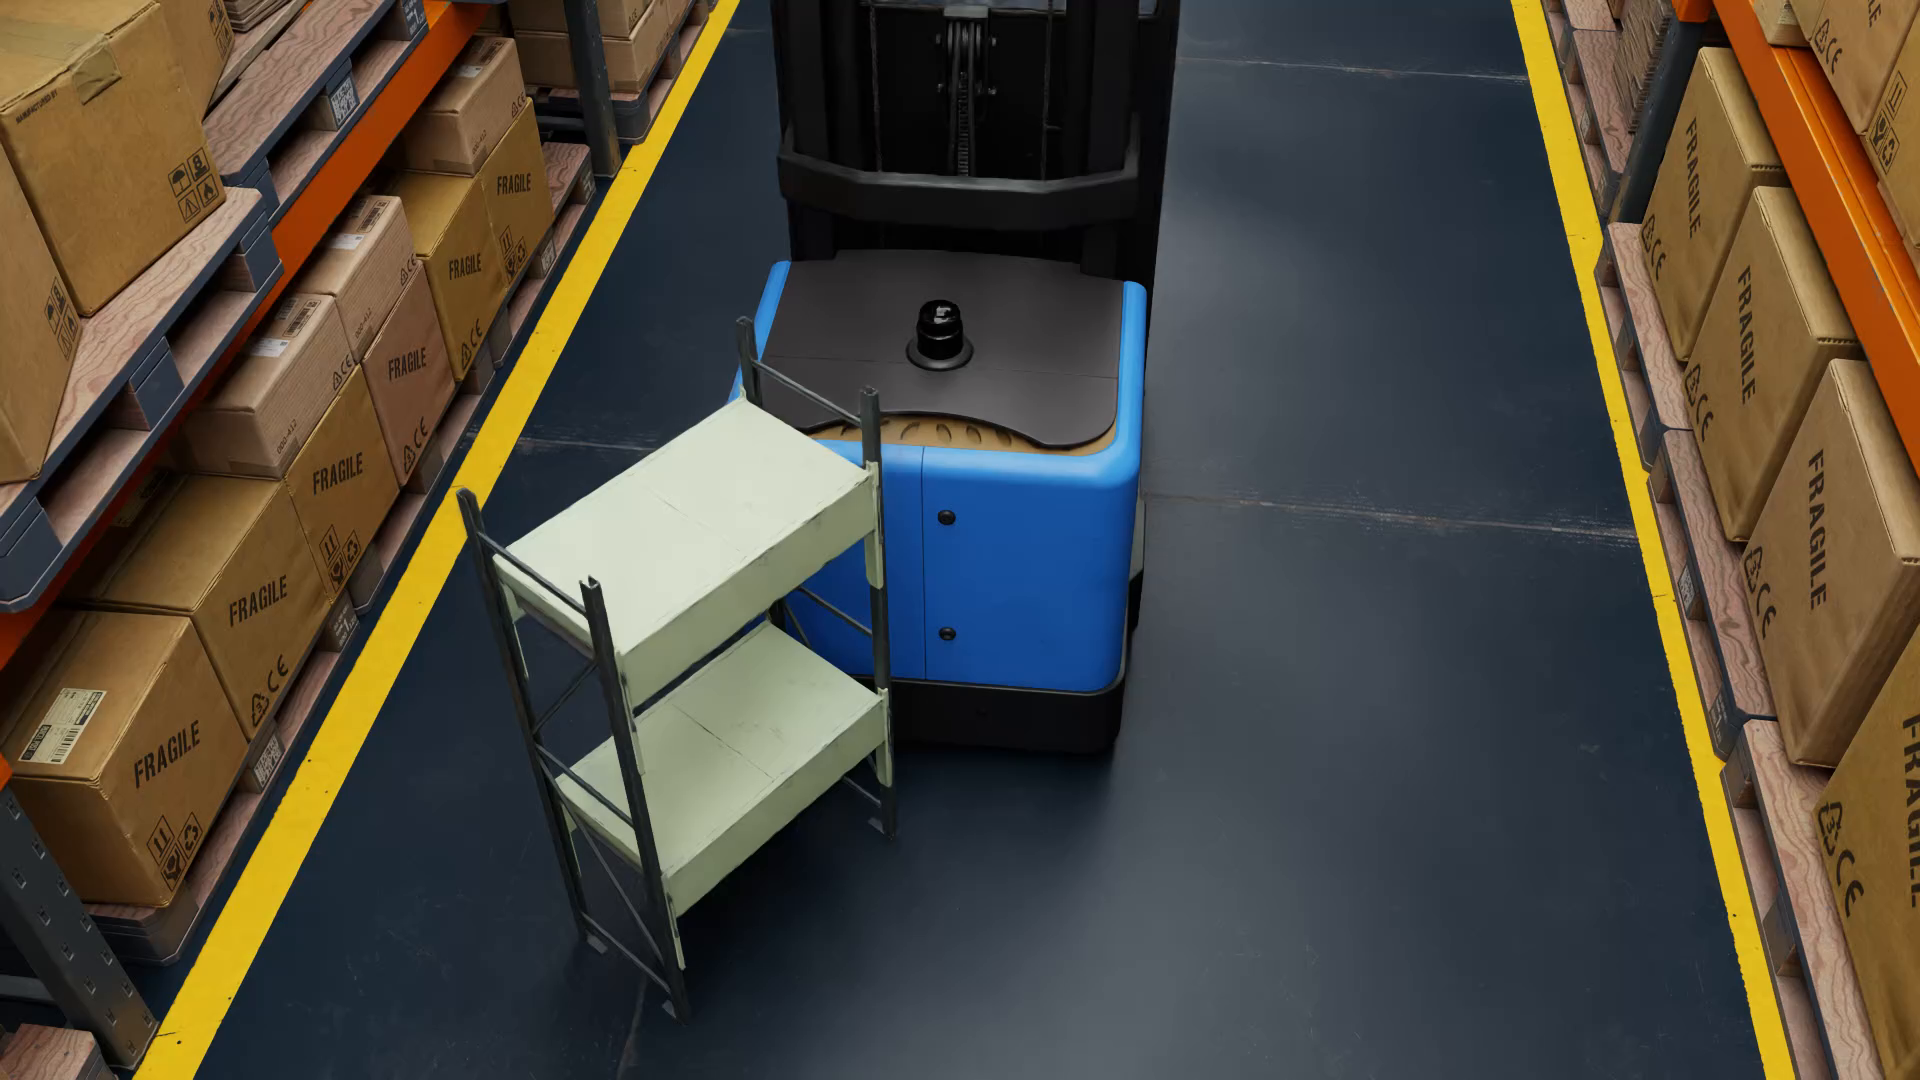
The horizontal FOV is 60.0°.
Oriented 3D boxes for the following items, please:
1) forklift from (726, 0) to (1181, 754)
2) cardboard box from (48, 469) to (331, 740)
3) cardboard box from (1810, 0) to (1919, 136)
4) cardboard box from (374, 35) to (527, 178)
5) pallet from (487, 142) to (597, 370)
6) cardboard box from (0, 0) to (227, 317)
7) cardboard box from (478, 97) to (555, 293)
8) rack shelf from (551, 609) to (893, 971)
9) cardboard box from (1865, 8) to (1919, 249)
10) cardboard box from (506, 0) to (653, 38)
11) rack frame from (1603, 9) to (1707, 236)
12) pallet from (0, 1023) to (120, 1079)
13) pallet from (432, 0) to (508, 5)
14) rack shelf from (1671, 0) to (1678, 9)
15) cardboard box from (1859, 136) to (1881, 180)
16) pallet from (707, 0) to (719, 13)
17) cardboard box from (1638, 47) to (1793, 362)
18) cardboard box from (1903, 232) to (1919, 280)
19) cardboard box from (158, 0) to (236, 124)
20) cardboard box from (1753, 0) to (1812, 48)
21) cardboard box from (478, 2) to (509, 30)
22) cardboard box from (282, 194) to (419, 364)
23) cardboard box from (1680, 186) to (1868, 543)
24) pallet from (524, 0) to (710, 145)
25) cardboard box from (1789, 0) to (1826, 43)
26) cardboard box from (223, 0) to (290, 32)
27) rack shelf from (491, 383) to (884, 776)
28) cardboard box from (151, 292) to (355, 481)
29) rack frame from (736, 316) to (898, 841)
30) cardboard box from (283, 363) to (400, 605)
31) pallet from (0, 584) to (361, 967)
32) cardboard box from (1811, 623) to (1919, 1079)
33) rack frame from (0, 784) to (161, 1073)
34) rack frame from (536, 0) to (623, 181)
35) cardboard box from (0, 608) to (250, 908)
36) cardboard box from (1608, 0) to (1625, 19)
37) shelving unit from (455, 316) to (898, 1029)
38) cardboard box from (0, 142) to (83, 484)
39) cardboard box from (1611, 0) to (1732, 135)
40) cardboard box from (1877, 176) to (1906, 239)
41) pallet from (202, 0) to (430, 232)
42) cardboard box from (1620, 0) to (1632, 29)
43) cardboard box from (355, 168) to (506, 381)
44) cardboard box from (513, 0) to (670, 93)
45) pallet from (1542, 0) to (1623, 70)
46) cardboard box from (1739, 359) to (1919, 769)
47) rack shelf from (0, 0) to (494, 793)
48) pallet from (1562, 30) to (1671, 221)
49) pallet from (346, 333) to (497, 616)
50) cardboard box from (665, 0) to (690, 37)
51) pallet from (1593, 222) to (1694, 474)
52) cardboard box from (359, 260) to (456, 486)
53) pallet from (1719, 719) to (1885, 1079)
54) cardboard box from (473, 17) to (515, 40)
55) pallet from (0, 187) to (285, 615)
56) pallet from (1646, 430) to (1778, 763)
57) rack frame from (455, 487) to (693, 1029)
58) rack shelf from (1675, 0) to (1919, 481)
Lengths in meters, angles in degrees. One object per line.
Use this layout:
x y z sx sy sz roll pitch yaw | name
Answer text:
0.065 -1.495 4.697 1.130 2.935 3.031 4 44 4 | forklift
-2.067 0.155 4.403 0.500 0.500 0.500 6 44 6 | cardboard box
2.545 -1.349 4.189 0.500 0.500 0.500 5 44 5 | cardboard box
-1.797 -1.474 5.578 0.500 0.250 0.500 7 44 7 | cardboard box
-2.039 -1.129 6.289 1.003 0.211 1.213 5 44 6 | pallet
-2.119 -0.887 3.627 0.700 0.500 0.500 12 45 12 | cardboard box
-1.794 -1.240 5.876 0.500 0.500 0.500 7 44 7 | cardboard box
-0.563 0.585 4.016 0.431 0.370 0.720 31 51 28 | rack shelf
2.484 -0.993 3.814 0.500 0.500 0.500 6 44 7 | cardboard box
-1.542 -2.335 6.821 0.500 0.311 0.500 7 44 7 | cardboard box
3.008 -2.199 5.391 1.000 3.000 0.127 5 44 6 | rack frame
-2.523 1.560 3.449 1.003 0.211 1.213 5 44 6 | pallet
-1.923 -2.109 5.435 1.213 0.211 1.003 5 44 6 | pallet
3.272 -3.301 7.078 1.077 0.370 4.000 5 44 6 | rack shelf
2.592 -1.033 4.327 0.380 0.149 0.250 6 44 6 | cardboard box
-1.592 -3.021 8.287 1.003 0.211 1.213 5 44 6 | pallet
2.781 -1.082 5.469 0.750 0.750 0.750 5 44 5 | cardboard box
2.501 -0.687 3.962 0.380 0.149 0.250 7 44 7 | cardboard box
-2.259 -1.319 4.084 0.700 0.500 0.500 -5 44 -5 | cardboard box
2.574 -1.568 4.892 0.380 0.149 0.250 6 44 7 | cardboard box
-2.078 -2.384 6.873 0.500 0.311 0.500 6 44 7 | cardboard box
-1.928 -0.776 4.841 0.500 0.250 0.500 4 44 5 | cardboard box
2.658 -0.486 4.839 0.750 0.750 0.750 5 44 5 | cardboard box
-1.755 -2.192 7.411 1.003 0.211 1.213 5 44 6 | pallet
2.612 -1.687 4.546 0.500 0.500 0.500 7 44 7 | cardboard box
-2.185 -1.790 4.581 0.700 0.500 0.500 13 45 13 | cardboard box
-0.563 0.065 3.523 0.431 0.370 0.720 31 51 28 | rack shelf
-1.994 -0.434 4.480 0.500 0.250 0.500 5 44 6 | cardboard box
-0.323 0.158 3.992 0.400 1.500 0.023 31 51 28 | rack frame
-1.993 -0.185 4.762 0.500 0.500 0.500 6 44 6 | cardboard box
-2.362 0.534 4.533 1.003 0.211 1.213 5 44 6 | pallet
2.436 0.700 3.587 0.750 0.750 0.750 6 44 6 | cardboard box
-2.432 0.079 2.985 1.000 3.000 0.127 5 44 6 | rack frame
-1.903 -2.647 5.864 1.000 3.000 0.127 5 44 6 | rack frame
-2.126 0.519 4.018 0.500 0.500 0.500 3 44 4 | cardboard box
3.272 -2.628 7.342 0.700 0.500 0.500 5 44 5 | cardboard box
-0.563 0.348 3.792 0.431 1.500 0.755 31 51 28 | shelving unit
-2.147 -0.412 3.126 0.700 0.500 0.500 -8 44 -9 | cardboard box
3.051 -1.947 6.622 0.700 0.500 0.500 6 44 6 | cardboard box
2.543 -0.866 4.151 0.380 0.149 0.250 5 44 6 | cardboard box
-2.155 -1.252 4.530 1.003 0.211 1.213 5 44 6 | pallet
3.235 -2.287 6.982 0.700 0.500 0.500 5 44 5 | cardboard box
-1.863 -0.888 5.504 0.500 0.500 0.500 4 44 4 | cardboard box
-1.542 -2.131 7.014 0.500 0.250 0.500 5 44 5 | cardboard box
3.276 -2.548 7.788 1.003 0.211 1.213 5 44 6 | pallet
2.551 0.094 4.227 0.750 0.750 0.750 6 44 7 | cardboard box
-2.167 -1.023 4.672 1.077 0.370 4.000 5 44 6 | rack shelf
3.113 -1.719 6.912 1.003 0.211 1.213 5 44 6 | pallet
-2.203 -0.300 5.413 1.003 0.211 1.213 5 44 6 | pallet
-1.477 -2.474 7.376 0.500 0.250 0.500 4 44 4 | cardboard box
2.829 -0.656 5.790 1.003 0.211 1.213 5 44 6 | pallet
-1.926 -0.529 5.126 0.500 0.500 0.500 4 44 4 | cardboard box
2.506 1.007 4.033 1.003 0.211 1.213 5 44 6 | pallet
-2.075 -2.182 7.067 0.500 0.250 0.500 6 44 7 | cardboard box
-2.218 -0.386 3.616 1.003 0.211 1.213 5 44 6 | pallet
2.665 0.173 4.914 1.003 0.211 1.213 5 44 6 | pallet
-0.803 0.538 3.591 0.400 1.500 0.023 31 51 28 | rack frame
2.743 -0.575 4.199 1.077 0.370 4.000 5 44 6 | rack shelf
